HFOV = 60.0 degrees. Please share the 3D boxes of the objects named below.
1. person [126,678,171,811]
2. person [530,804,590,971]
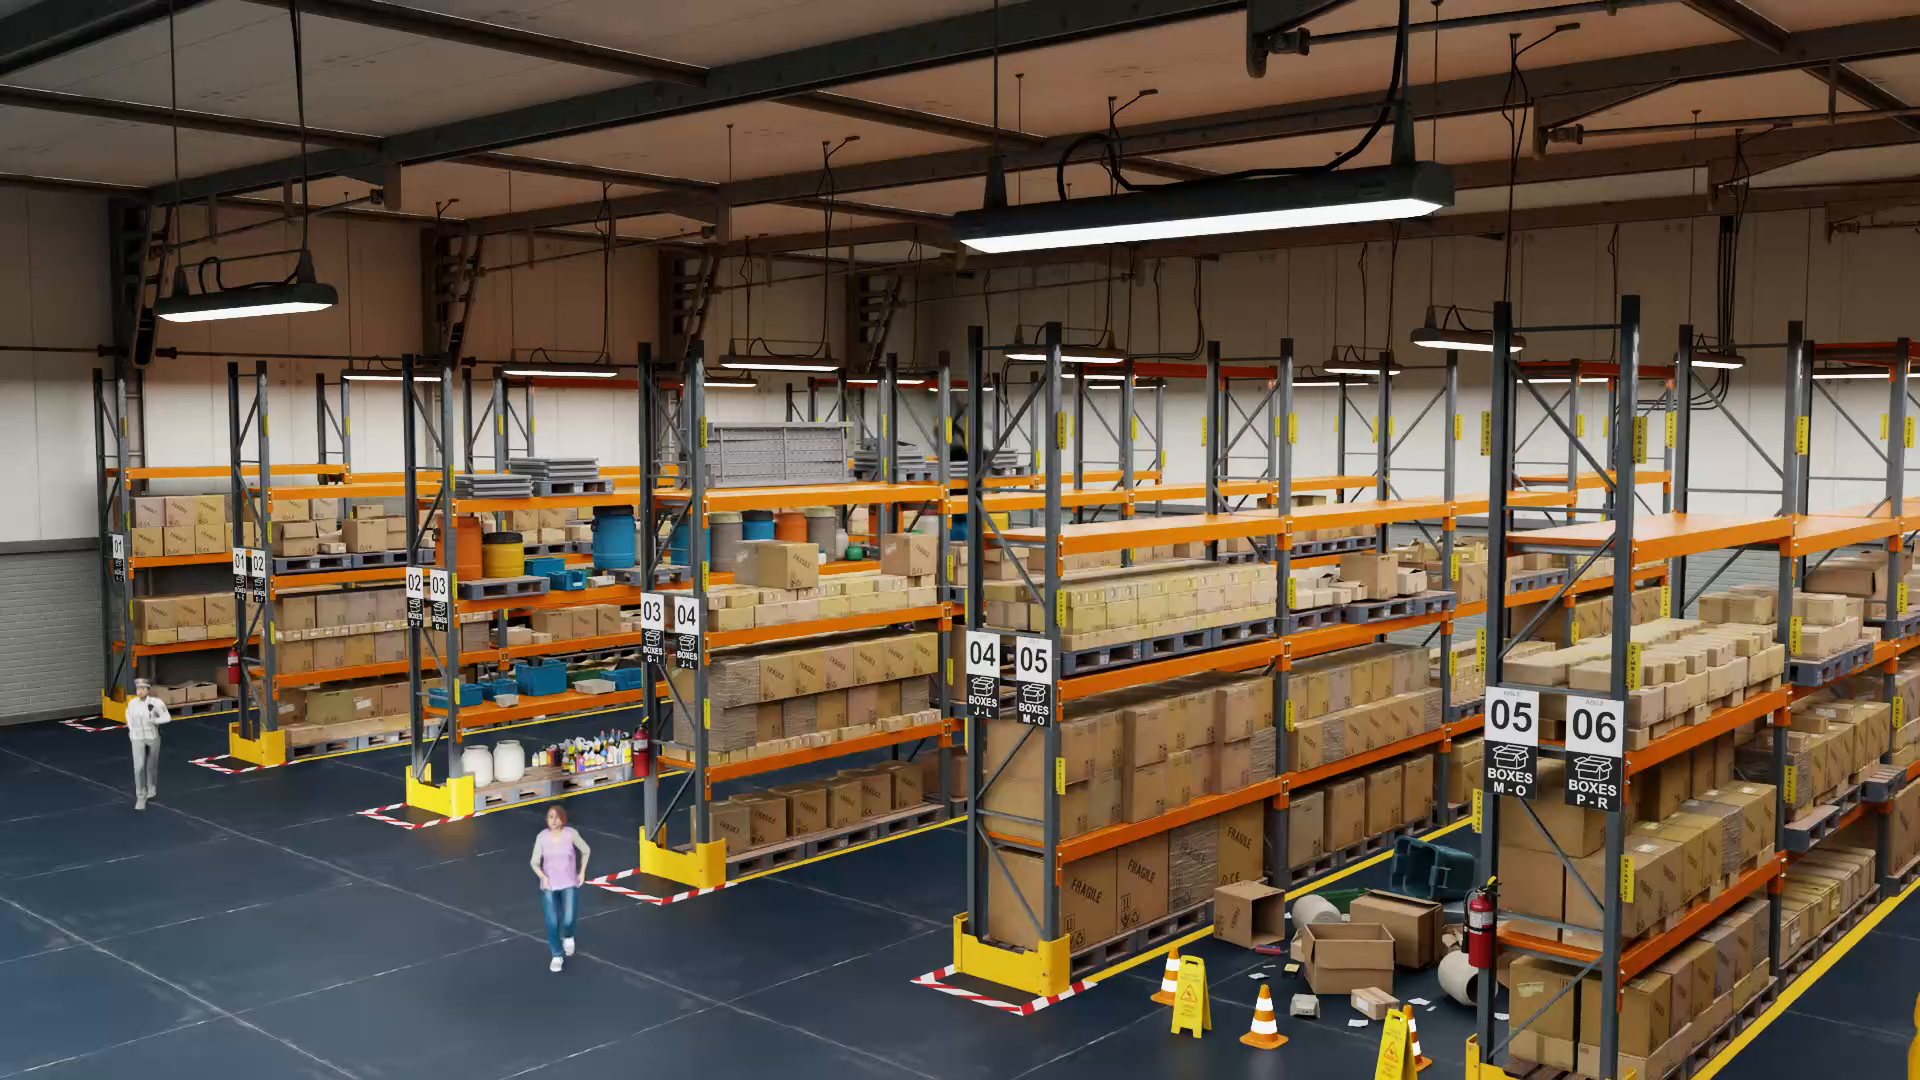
[{"bbox_3d":[-10.847,2.695,22.224,0.581,1.747,0.790,-1,4,-18],"label":"person"},{"bbox_3d":[-3.732,3.254,15.503,0.539,1.562,0.537,-1,4,-8],"label":"person"}]
